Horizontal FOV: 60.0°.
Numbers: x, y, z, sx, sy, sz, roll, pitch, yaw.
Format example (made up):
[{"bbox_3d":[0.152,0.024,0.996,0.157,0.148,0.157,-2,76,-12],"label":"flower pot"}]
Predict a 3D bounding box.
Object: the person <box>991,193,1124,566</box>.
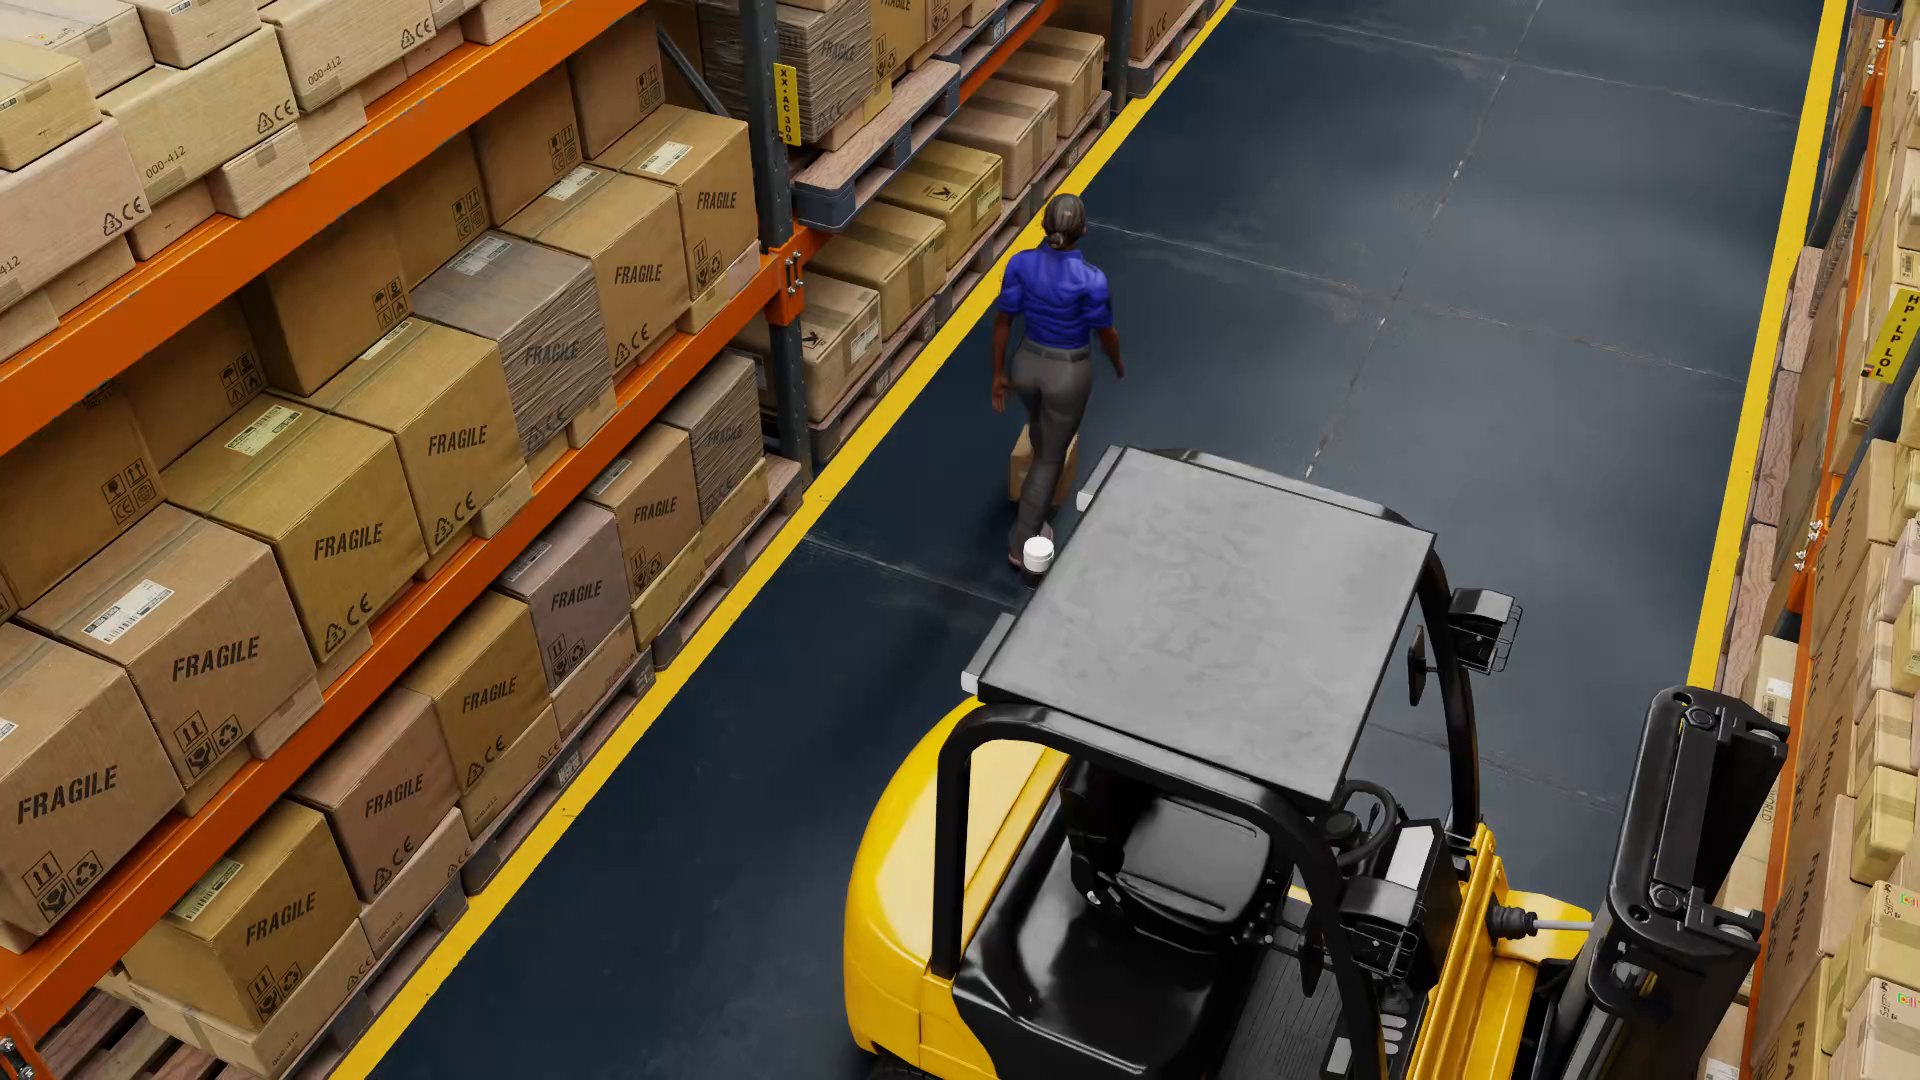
[{"bbox_3d":[0.418,-0.718,6.969,0.472,1.658,0.867,21,46,21],"label":"person"}]
